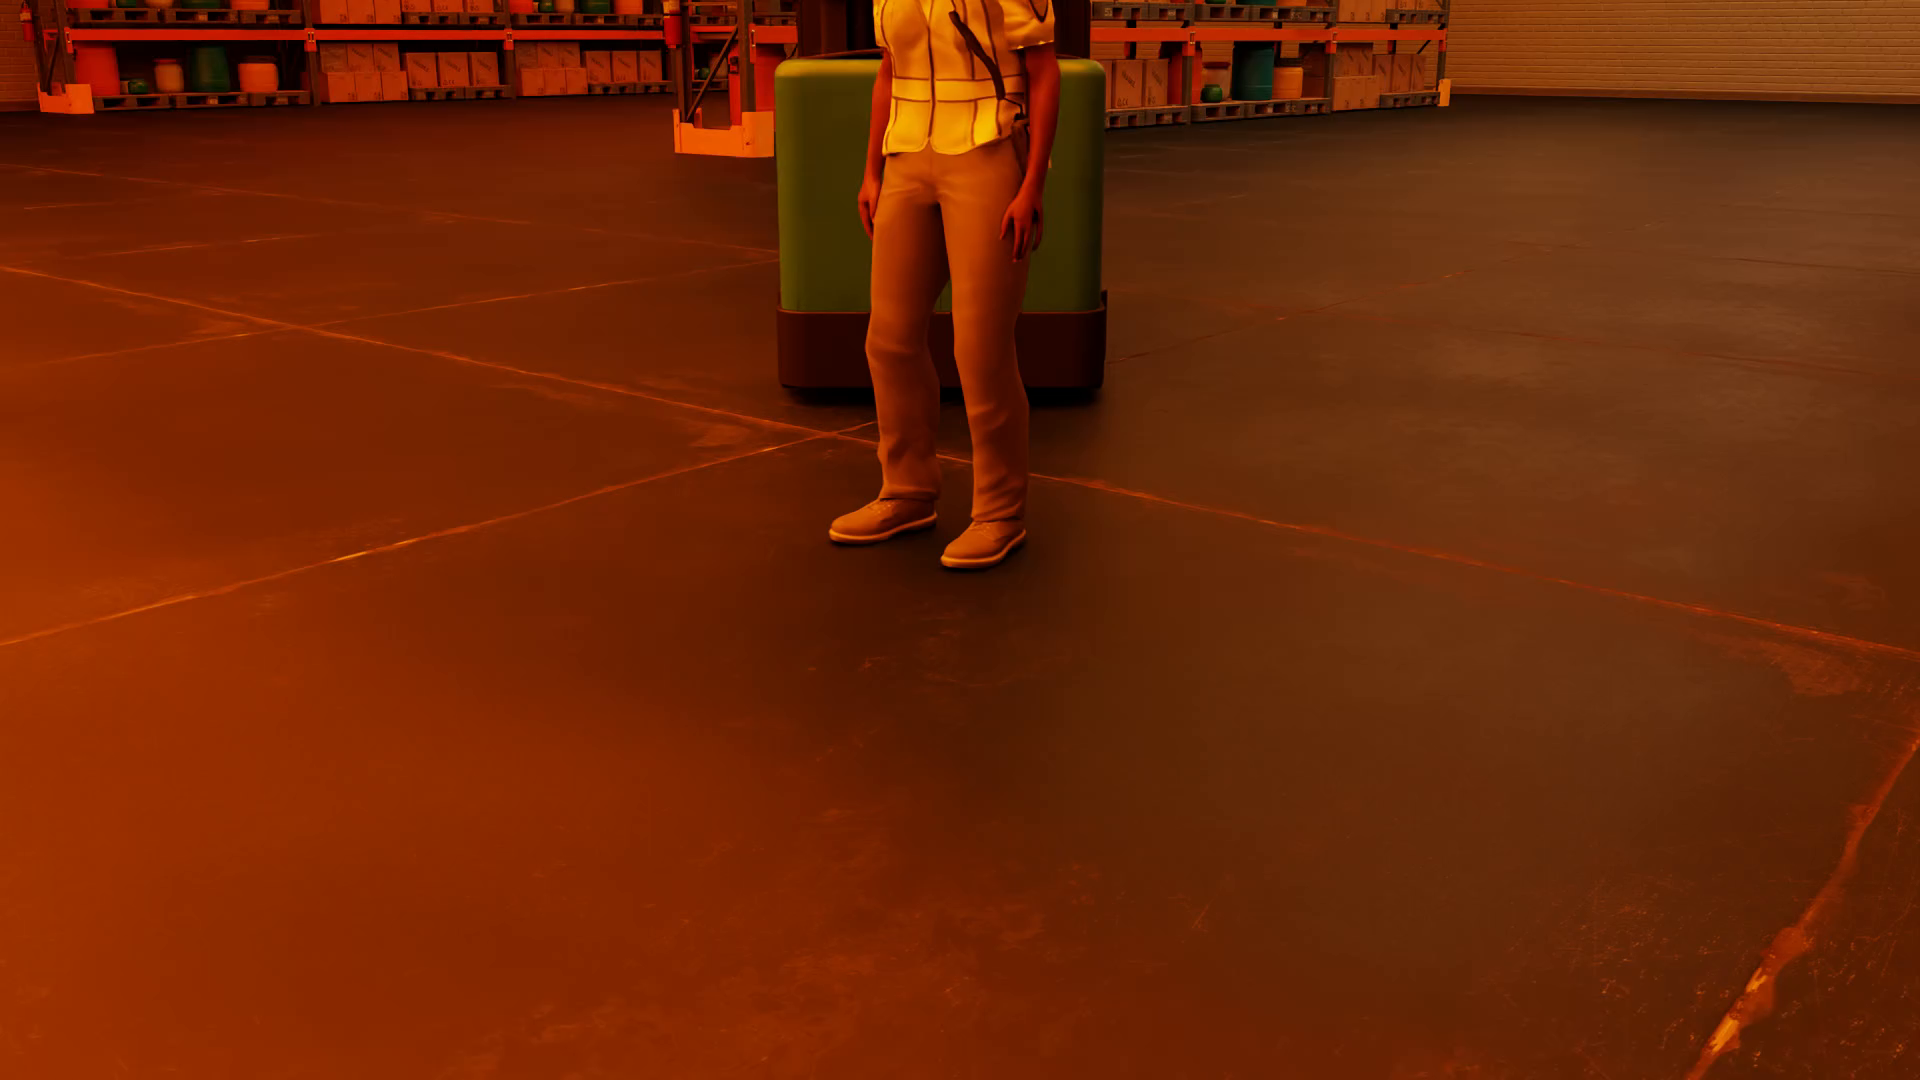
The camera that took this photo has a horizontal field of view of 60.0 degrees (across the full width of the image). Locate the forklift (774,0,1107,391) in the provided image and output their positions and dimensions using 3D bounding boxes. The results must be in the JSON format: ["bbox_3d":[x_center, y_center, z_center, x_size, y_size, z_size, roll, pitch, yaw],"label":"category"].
[{"bbox_3d":[-0.060,-2.258,6.333,1.130,2.935,3.031,0,17,0],"label":"forklift"}]

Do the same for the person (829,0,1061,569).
[{"bbox_3d":[-0.024,-0.782,3.675,0.513,1.654,0.393,13,21,36],"label":"person"}]
